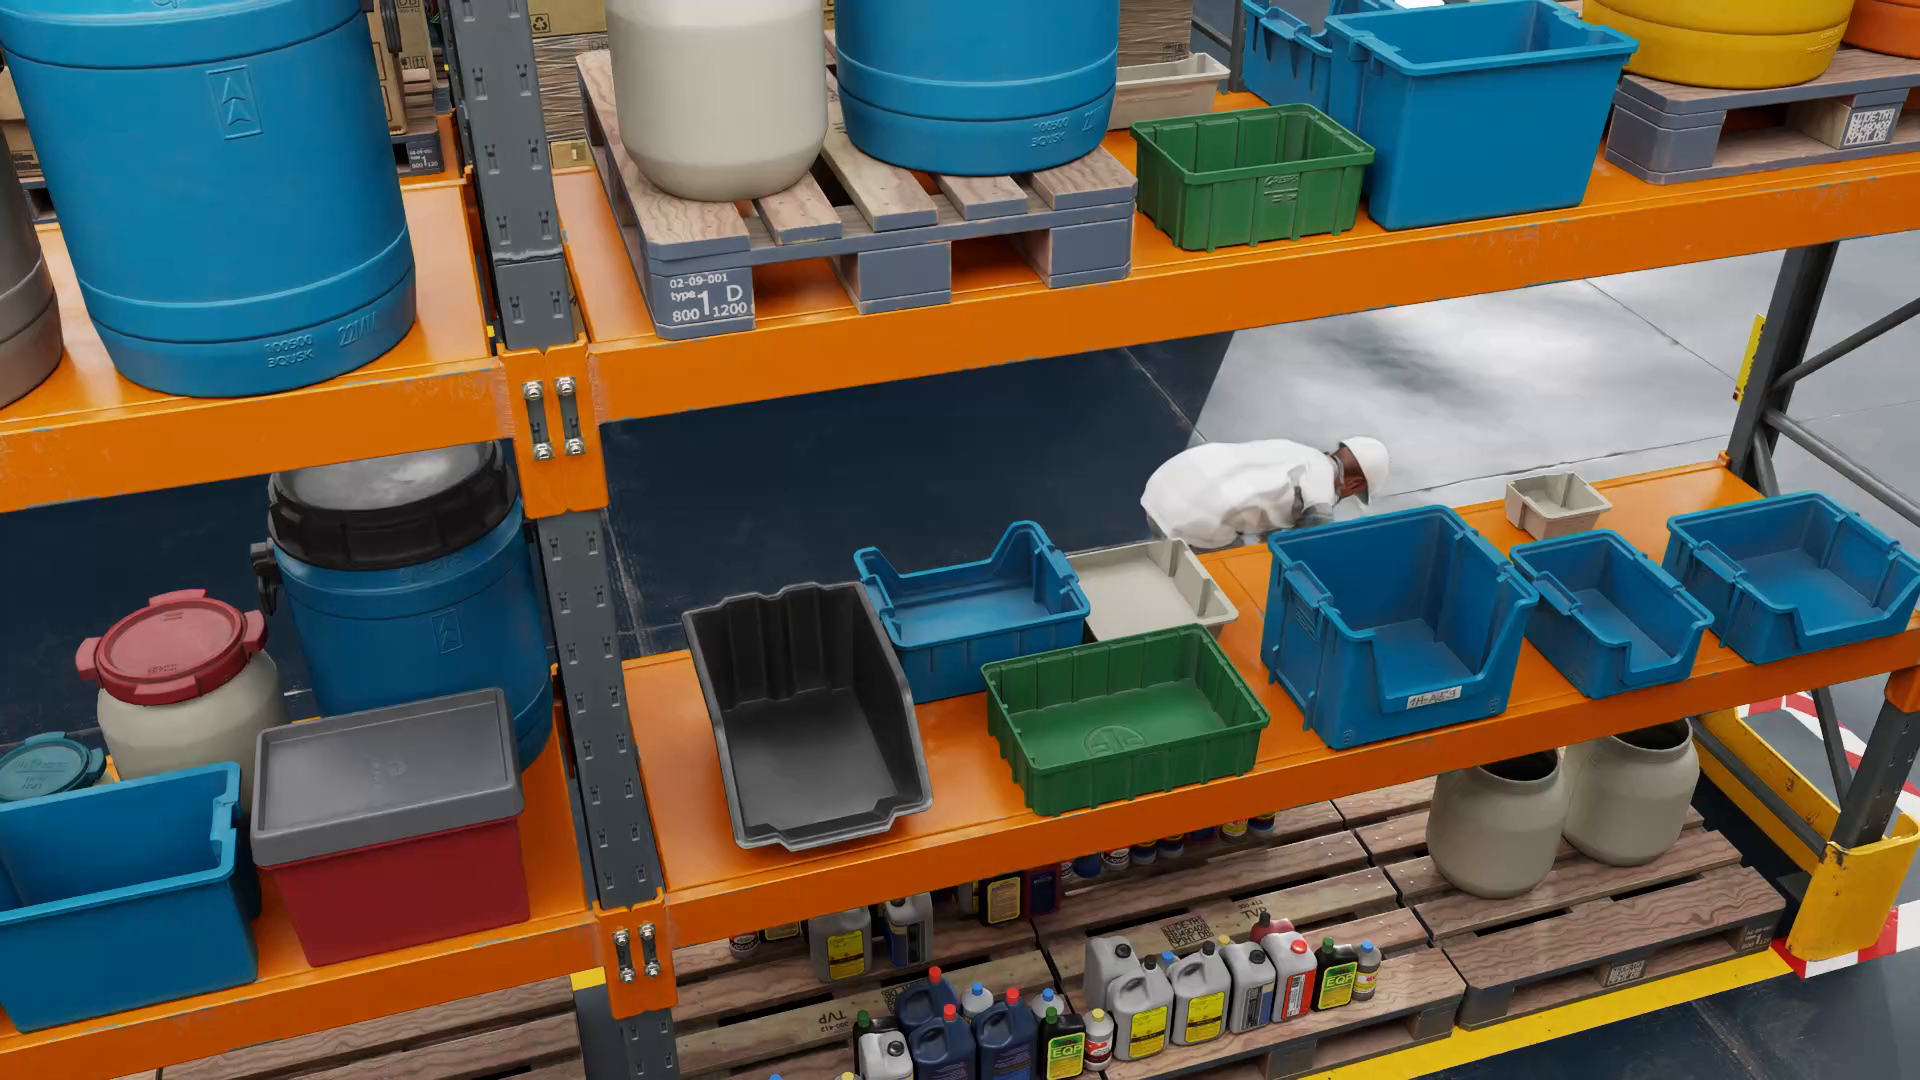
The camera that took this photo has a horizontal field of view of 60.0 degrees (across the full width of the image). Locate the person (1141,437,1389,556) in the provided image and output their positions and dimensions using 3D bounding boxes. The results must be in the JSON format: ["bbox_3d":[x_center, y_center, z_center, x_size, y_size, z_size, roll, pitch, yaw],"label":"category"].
[{"bbox_3d":[1.204,0.085,6.597,1.012,1.101,0.466,-11,35,-16],"label":"person"}]
